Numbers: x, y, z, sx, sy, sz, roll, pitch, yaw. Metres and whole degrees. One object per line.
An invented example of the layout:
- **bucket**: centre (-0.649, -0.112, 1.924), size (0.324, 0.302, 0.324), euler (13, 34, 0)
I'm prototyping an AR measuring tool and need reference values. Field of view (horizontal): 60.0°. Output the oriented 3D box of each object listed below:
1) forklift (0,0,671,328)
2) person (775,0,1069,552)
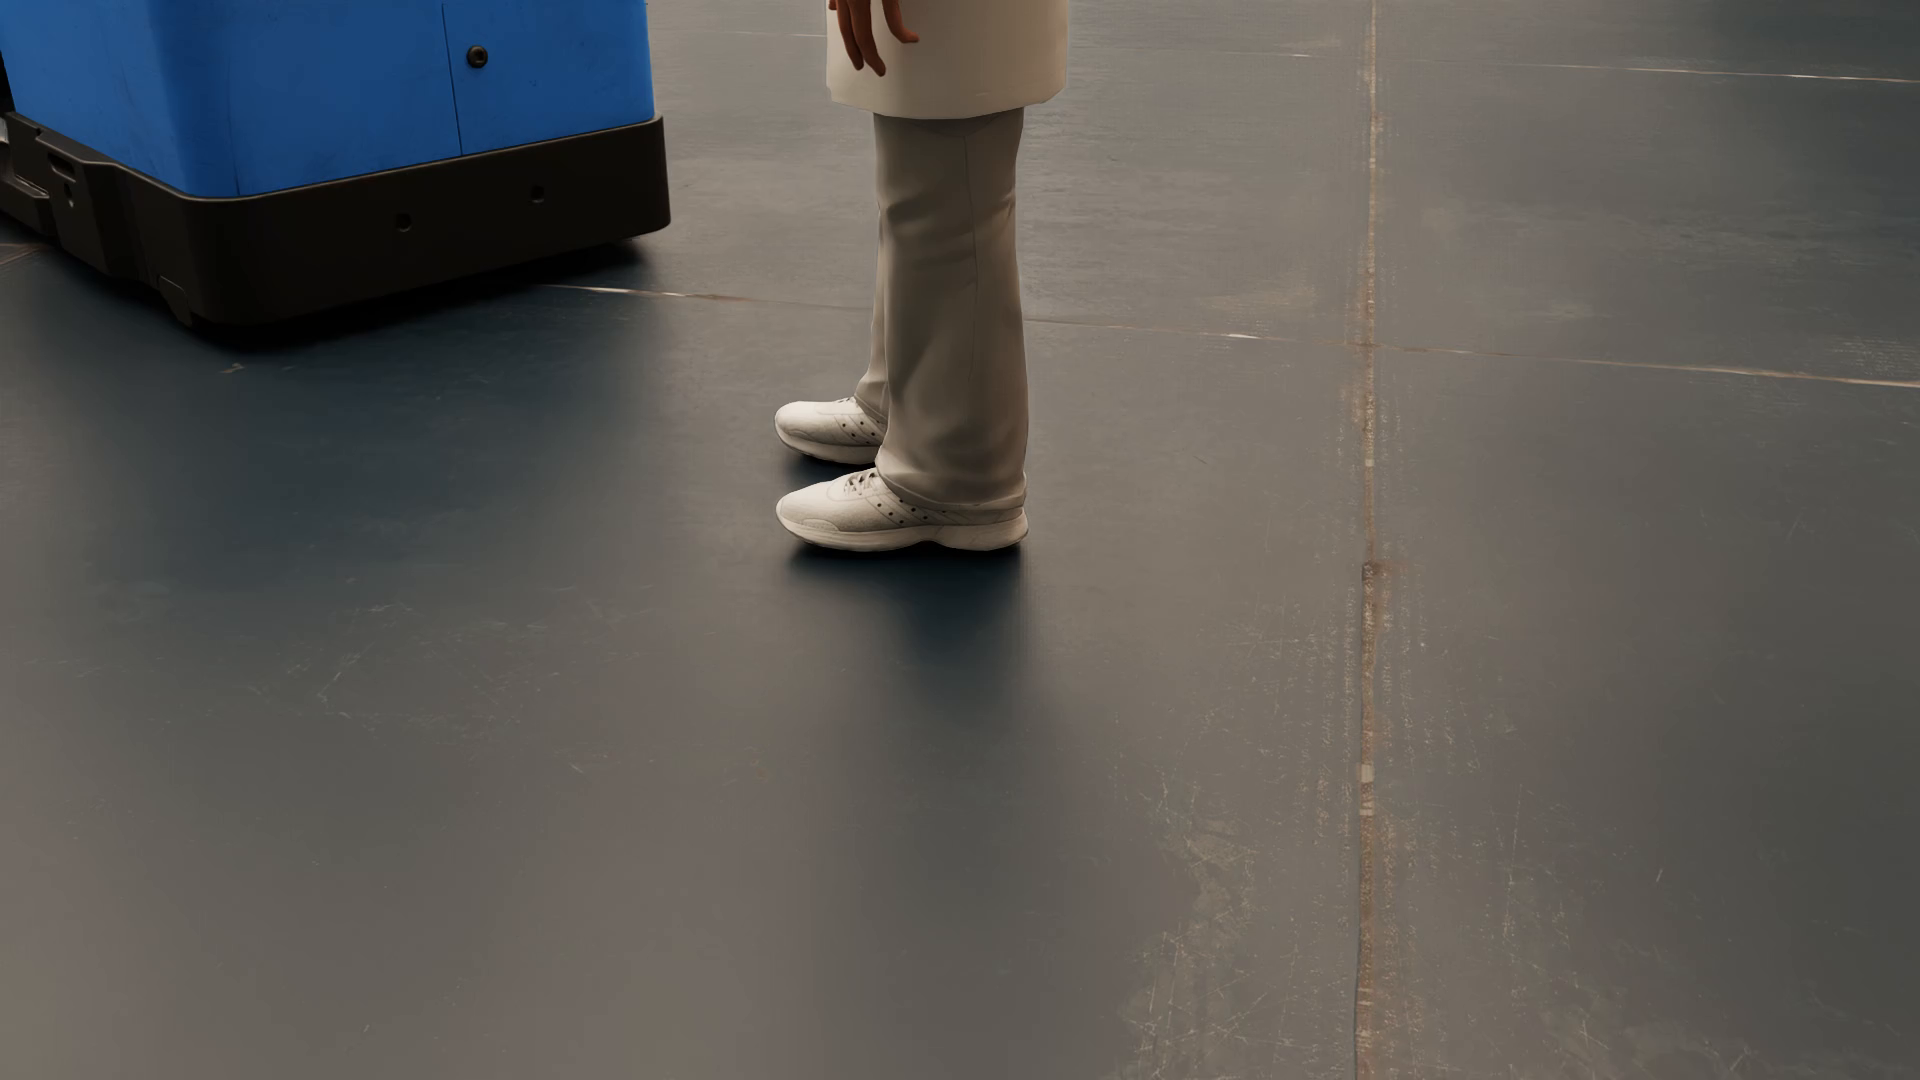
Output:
- **forklift**: centre (-2.040, -2.285, 3.776), size (1.130, 2.935, 3.031), euler (-24, 35, -38)
- **person**: centre (-0.088, -0.814, 2.124), size (0.576, 1.775, 0.684), euler (6, 27, 11)
